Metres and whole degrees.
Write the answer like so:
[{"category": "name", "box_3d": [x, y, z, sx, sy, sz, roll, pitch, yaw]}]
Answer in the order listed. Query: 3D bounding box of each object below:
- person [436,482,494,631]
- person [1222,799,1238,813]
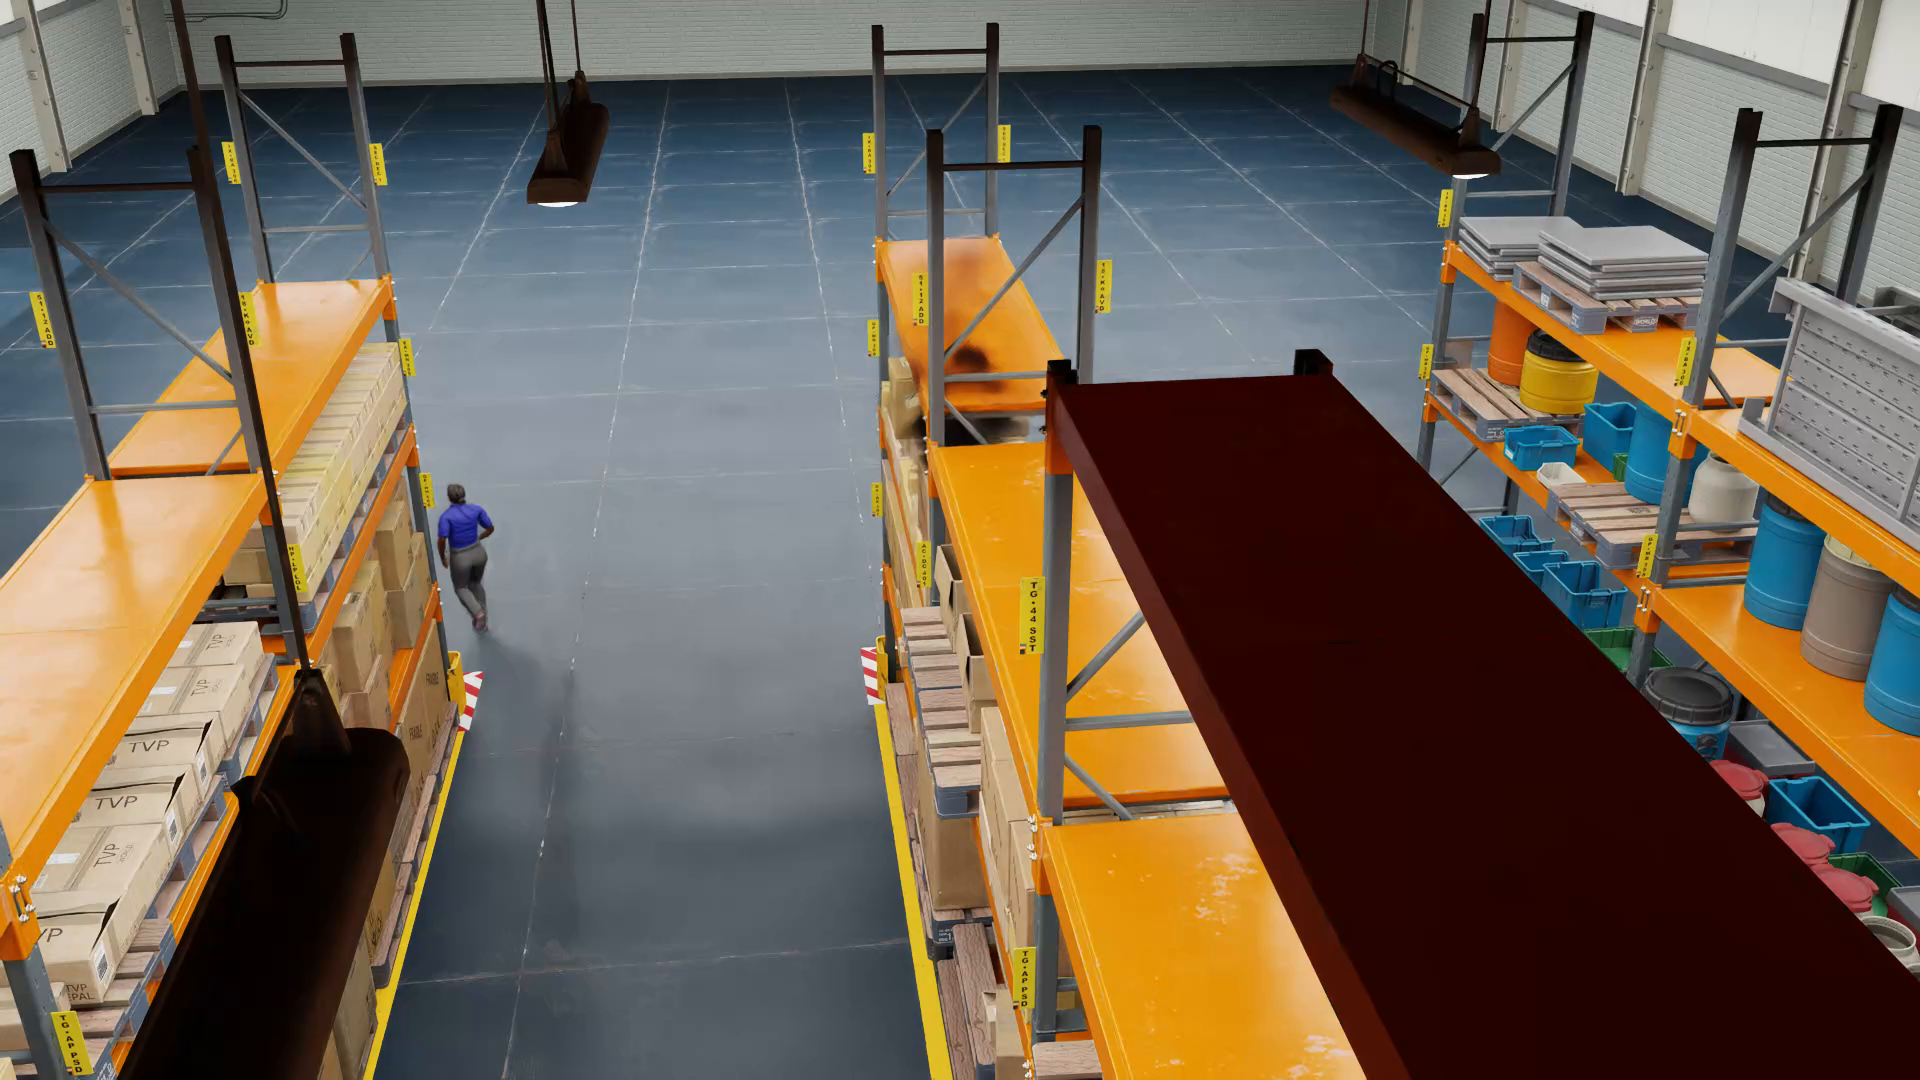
[{"category": "person", "box_3d": [-4.808, 0.201, 16.255, 0.609, 1.618, 0.603, -20, 32, -36]}, {"category": "person", "box_3d": [1.785, 2.249, 11.845, 0.589, 1.653, 0.528, -2, 26, -5]}]
